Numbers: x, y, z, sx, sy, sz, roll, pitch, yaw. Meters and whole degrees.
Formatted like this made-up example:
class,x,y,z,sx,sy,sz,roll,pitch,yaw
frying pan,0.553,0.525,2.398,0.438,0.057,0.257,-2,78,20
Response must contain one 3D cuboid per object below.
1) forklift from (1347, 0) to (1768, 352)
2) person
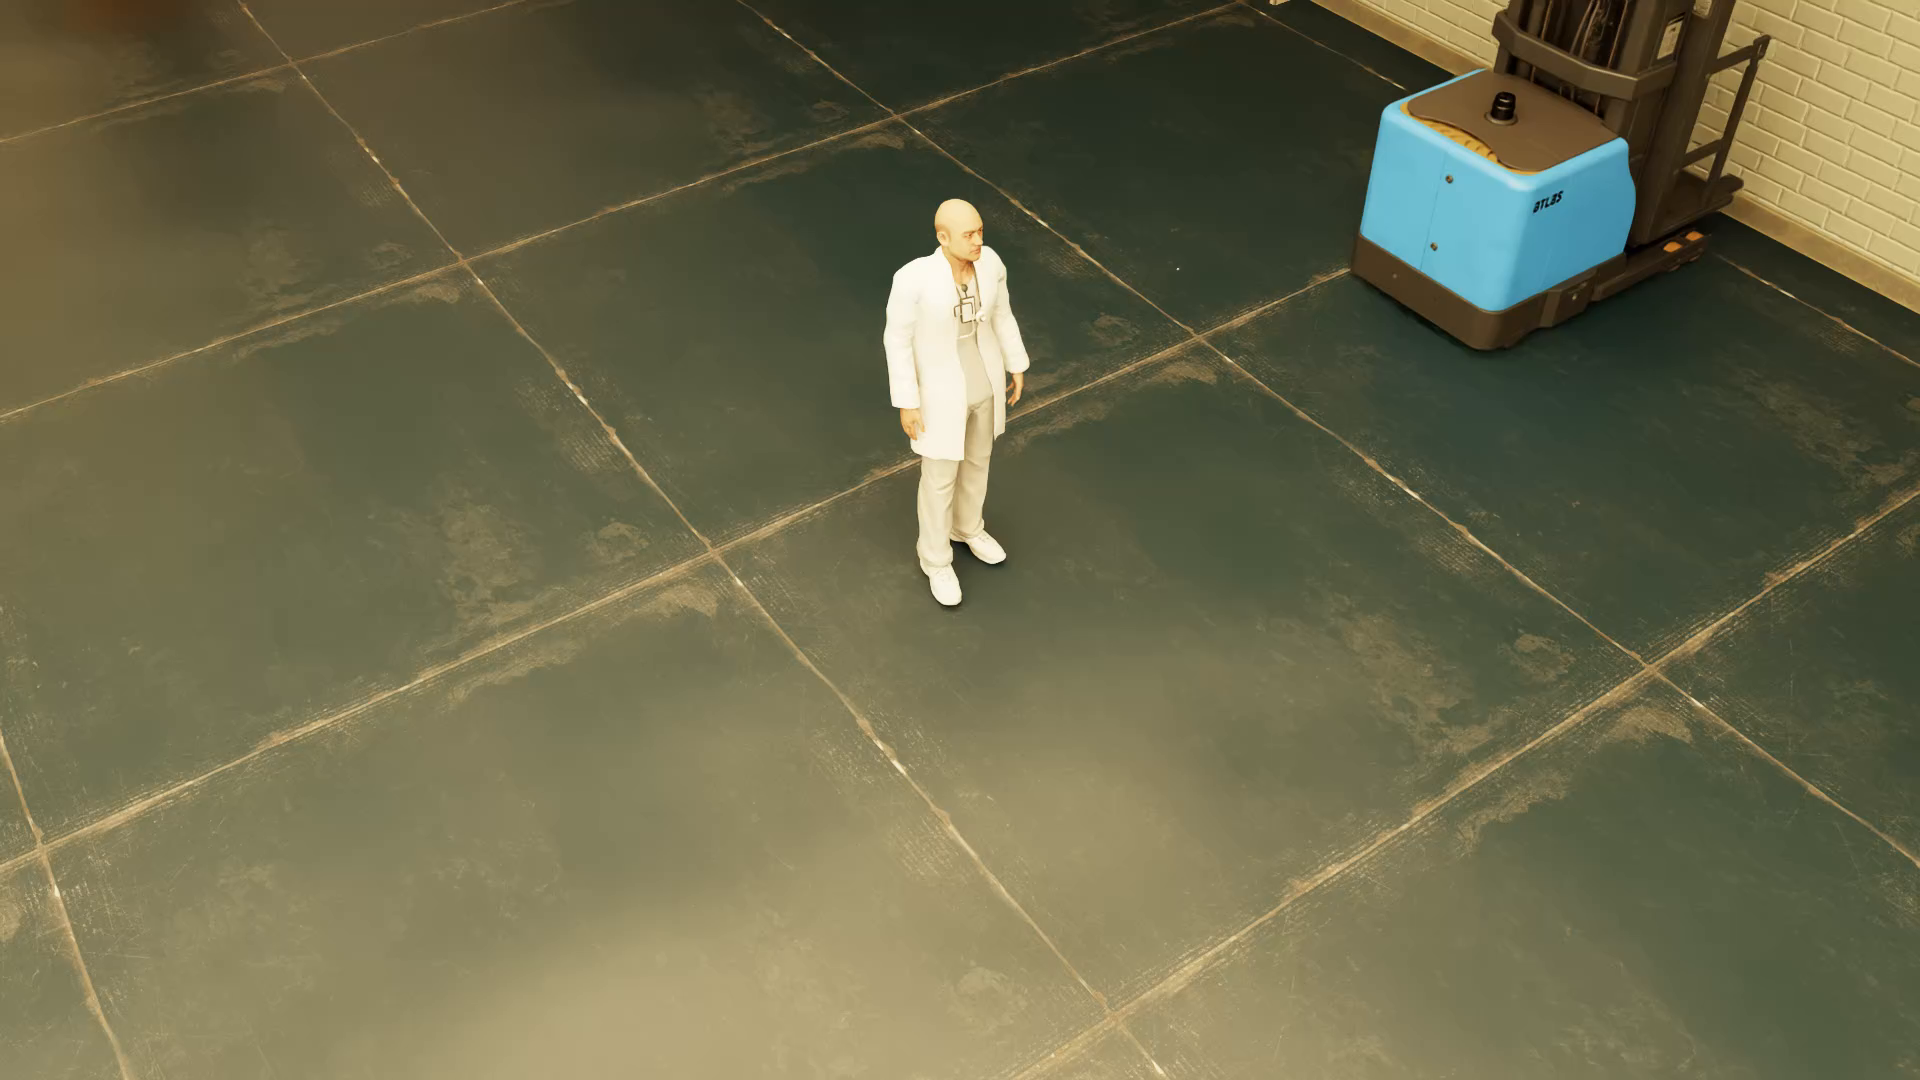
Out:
class,x,y,z,sx,sy,sz,roll,pitch,yaw
forklift,3.698,-2.879,8.839,3.031,2.935,1.130,-25,48,-25
person,0.049,-0.607,7.214,0.698,1.778,0.578,-25,48,-25
